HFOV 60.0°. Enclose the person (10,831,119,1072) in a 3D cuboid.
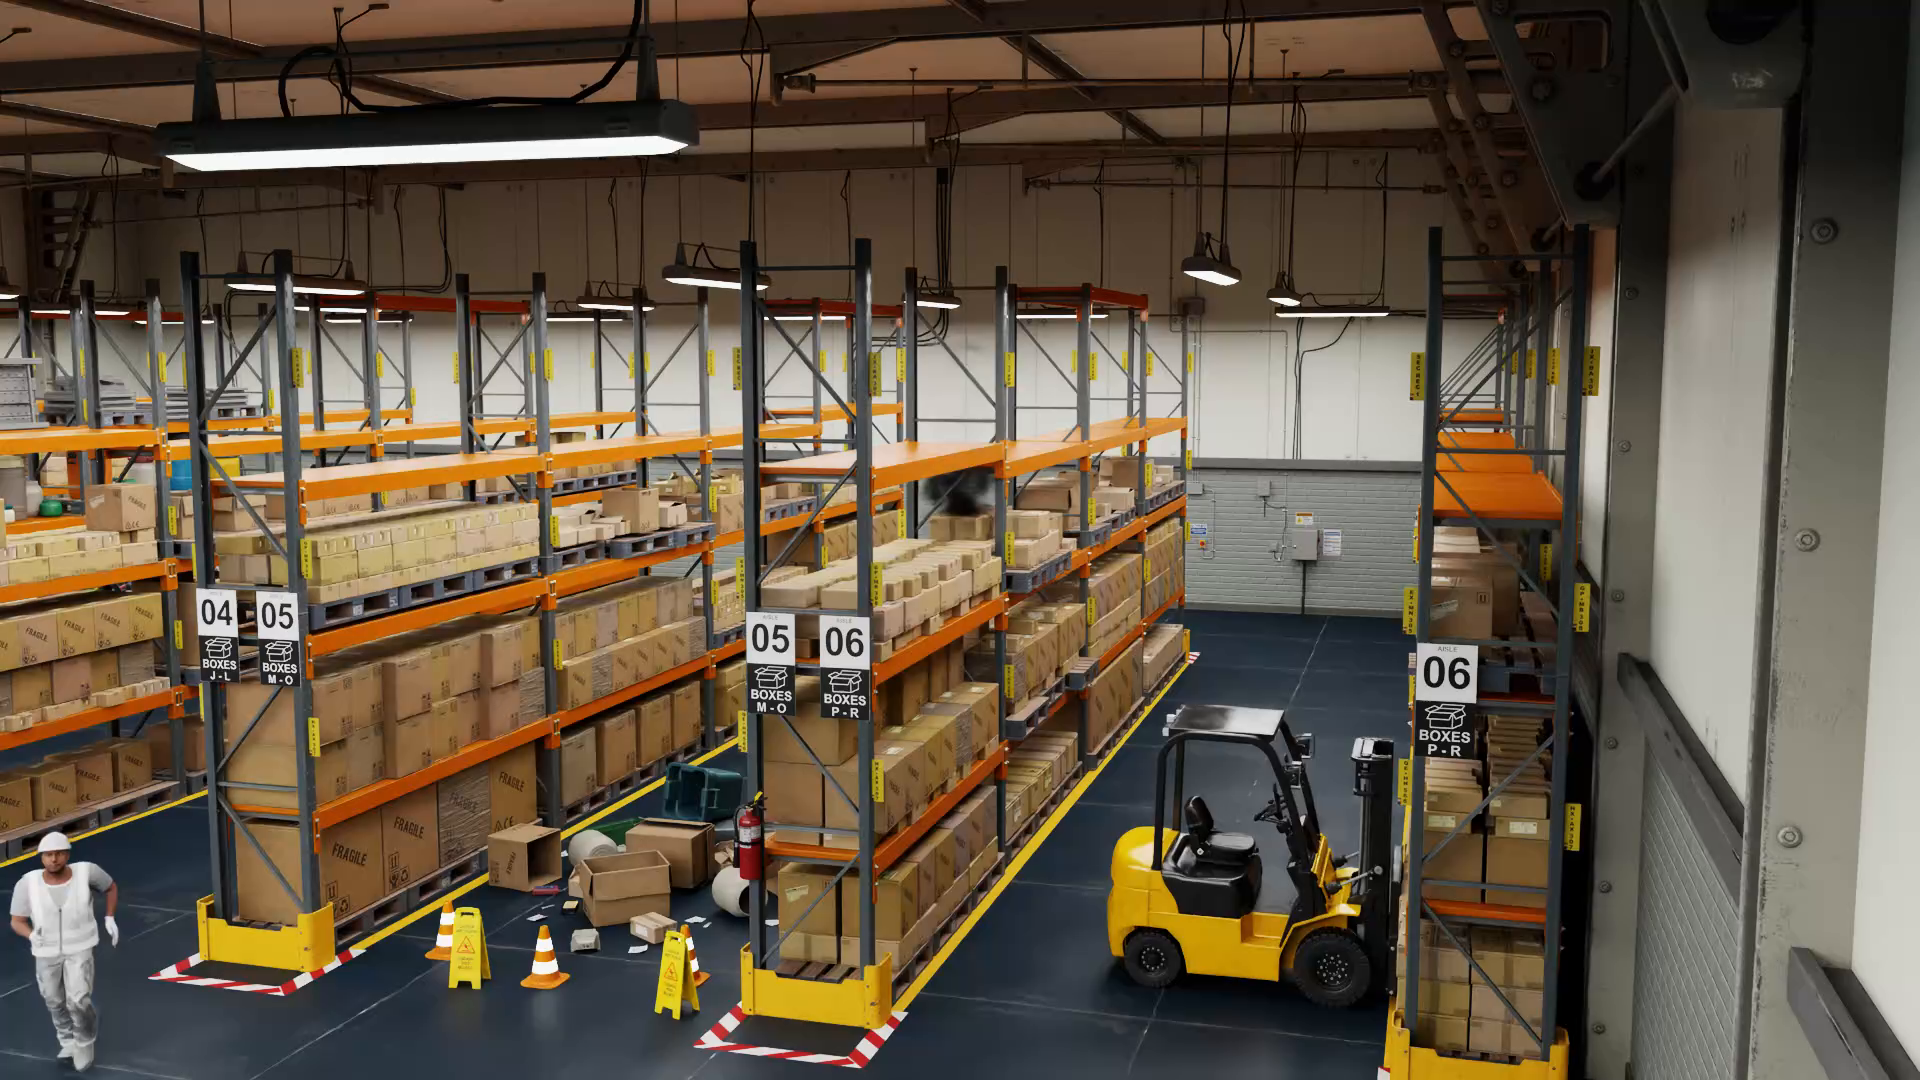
[{"bbox_3d":[-6.408,2.957,11.912,0.662,1.774,0.784,-2,7,-20],"label":"person"}]
